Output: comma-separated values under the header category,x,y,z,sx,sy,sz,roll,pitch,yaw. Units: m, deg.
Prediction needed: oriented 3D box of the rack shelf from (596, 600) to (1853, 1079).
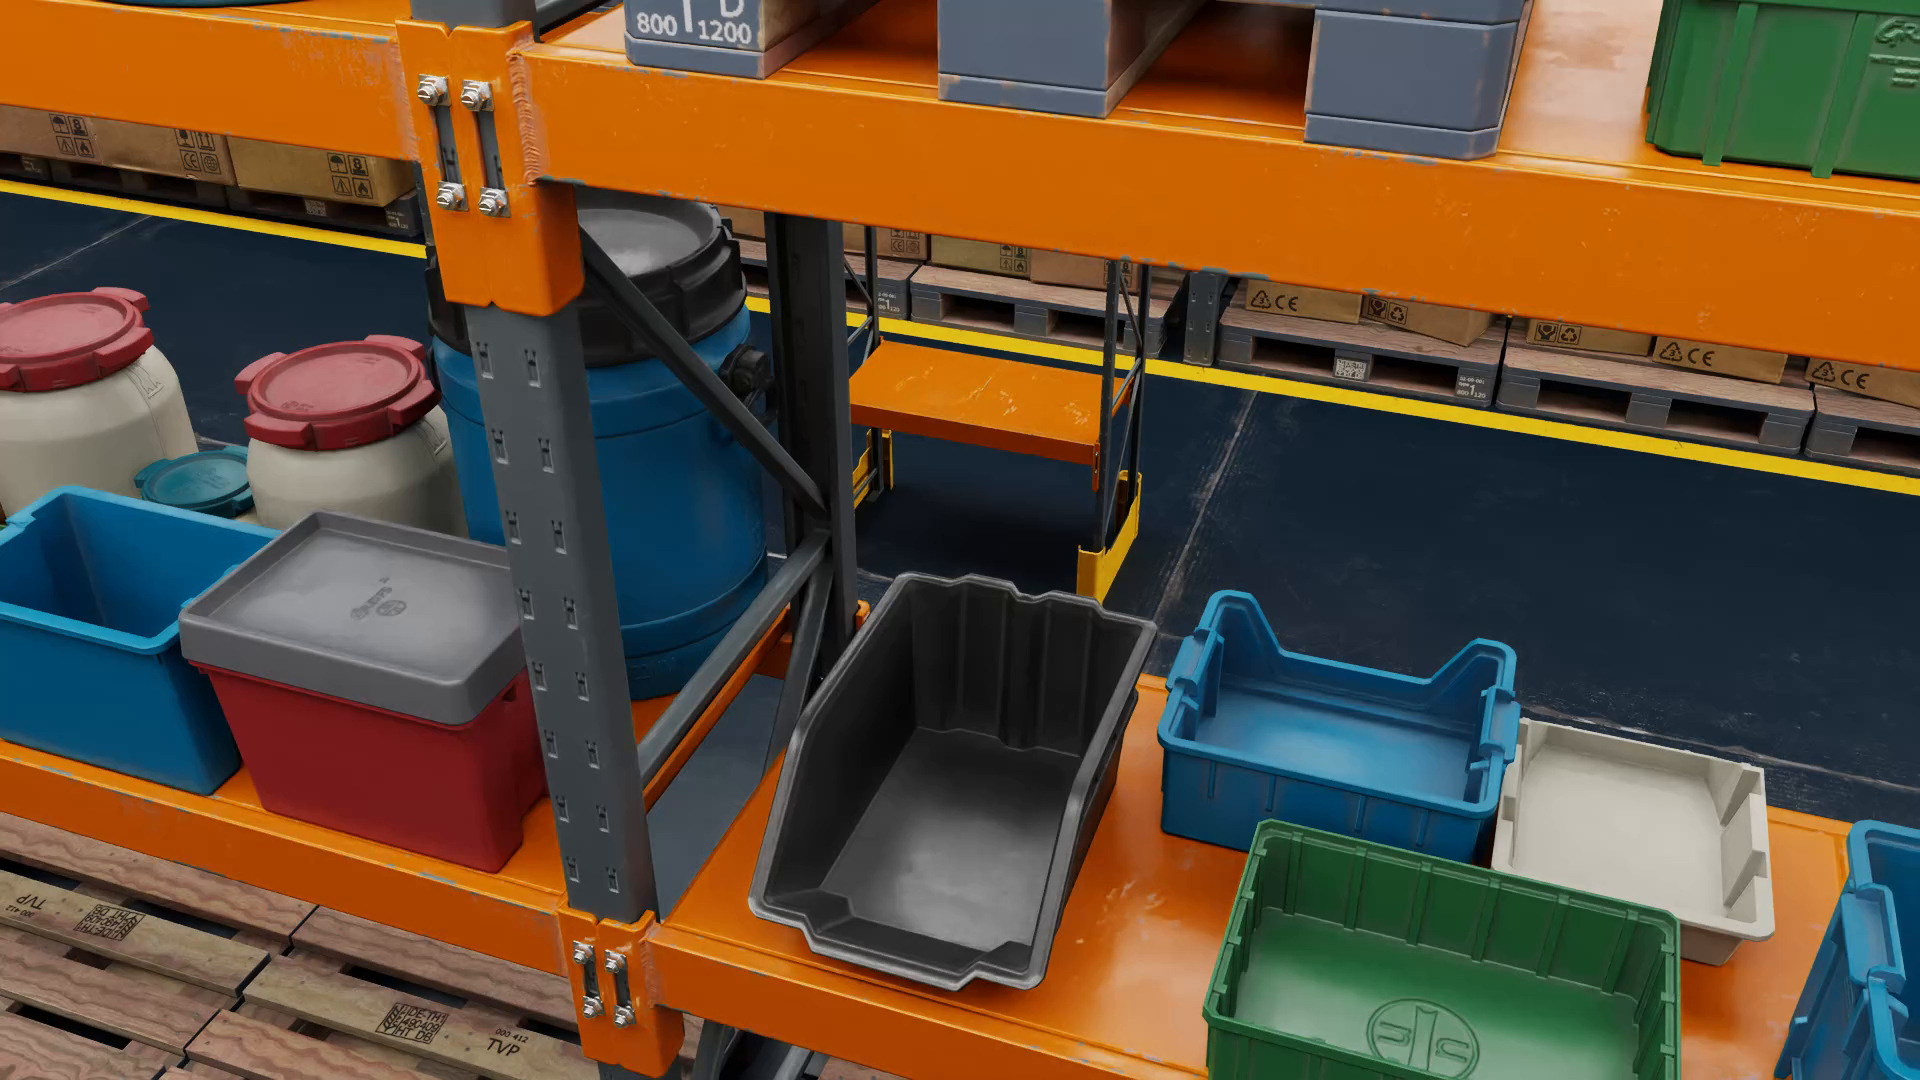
category,x,y,z,sx,sy,sz,roll,pitch,yaw
rack shelf,1.440,0.904,2.748,4.000,0.370,1.077,11,34,16

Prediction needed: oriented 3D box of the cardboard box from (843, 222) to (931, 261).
category,x,y,z,sx,sy,sz,roll,pitch,yaw
cardboard box,-0.312,-1.751,8.095,0.500,0.500,0.700,8,34,12

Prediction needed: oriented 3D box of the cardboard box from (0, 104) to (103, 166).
category,x,y,z,sx,sy,sz,roll,pitch,yaw
cardboard box,-4.852,-2.771,9.348,0.875,0.875,1.225,10,34,15

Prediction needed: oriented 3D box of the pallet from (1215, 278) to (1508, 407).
category,x,y,z,sx,sy,sz,roll,pitch,yaw
pallet,1.872,-1.017,7.631,1.213,0.211,1.003,11,34,16

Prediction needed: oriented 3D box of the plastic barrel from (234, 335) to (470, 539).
category,x,y,z,sx,sy,sz,roll,pitch,yaw
plastic barrel,-1.270,-0.109,3.527,0.433,0.535,0.433,0,33,0

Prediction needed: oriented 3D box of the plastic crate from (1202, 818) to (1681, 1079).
category,x,y,z,sx,sy,sz,roll,pitch,yaw
plastic crate,0.740,0.717,2.569,0.662,0.188,0.450,11,34,16

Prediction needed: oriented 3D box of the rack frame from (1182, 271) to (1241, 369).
category,x,y,z,sx,sy,sz,roll,pitch,yaw
rack frame,1.228,-2.293,7.037,0.127,3.000,1.000,11,34,16

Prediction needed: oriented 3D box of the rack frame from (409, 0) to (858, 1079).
category,x,y,z,sx,sy,sz,roll,pitch,yaw
rack frame,-0.443,0.236,3.120,0.127,3.000,1.000,11,34,16

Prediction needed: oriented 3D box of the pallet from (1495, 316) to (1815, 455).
category,x,y,z,sx,sy,sz,roll,pitch,yaw
pallet,3.024,-0.795,7.286,1.213,0.211,1.003,11,34,16

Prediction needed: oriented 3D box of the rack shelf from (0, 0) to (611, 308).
category,x,y,z,sx,sy,sz,roll,pitch,yaw
rack shelf,-2.326,-1.088,3.068,4.000,0.370,1.077,11,34,16

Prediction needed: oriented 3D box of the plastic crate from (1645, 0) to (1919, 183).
category,x,y,z,sx,sy,sz,roll,pitch,yaw
plastic crate,0.950,-0.508,1.701,0.450,0.188,0.336,11,34,16

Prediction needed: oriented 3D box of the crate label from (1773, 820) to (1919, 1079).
category,x,y,z,sx,sy,sz,roll,pitch,yaw
crate label,1.499,0.754,2.284,0.616,0.435,0.502,11,34,16

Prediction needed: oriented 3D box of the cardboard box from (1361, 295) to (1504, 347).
category,x,y,z,sx,sy,sz,roll,pitch,yaw
cardboard box,2.133,-1.225,7.300,0.500,0.500,0.500,23,39,31

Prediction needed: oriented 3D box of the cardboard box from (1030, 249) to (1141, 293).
category,x,y,z,sx,sy,sz,roll,pitch,yaw
cardboard box,0.657,-1.552,7.787,0.500,0.500,0.700,8,34,13

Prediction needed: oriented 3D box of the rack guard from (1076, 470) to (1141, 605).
category,x,y,z,sx,sy,sz,roll,pitch,yaw
rack guard,0.541,0.000,6.019,0.087,0.250,0.587,11,34,16

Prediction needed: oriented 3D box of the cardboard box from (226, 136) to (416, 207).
category,x,y,z,sx,sy,sz,roll,pitch,yaw
cardboard box,-3.180,-2.446,8.845,0.875,0.875,1.225,9,34,14

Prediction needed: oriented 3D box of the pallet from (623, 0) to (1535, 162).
category,x,y,z,sx,sy,sz,roll,pitch,yaw
pallet,0.269,-0.863,2.230,1.003,0.211,1.213,11,34,16

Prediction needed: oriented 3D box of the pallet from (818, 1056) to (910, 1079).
category,x,y,z,sx,sy,sz,roll,pitch,yaw
pallet,0.175,1.551,3.653,1.213,0.211,1.003,11,34,16

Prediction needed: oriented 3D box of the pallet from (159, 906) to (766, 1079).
category,x,y,z,sx,sy,sz,roll,pitch,yaw
pallet,-1.195,1.283,4.068,1.213,0.211,1.003,11,34,16

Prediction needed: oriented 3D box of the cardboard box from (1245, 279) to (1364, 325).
category,x,y,z,sx,sy,sz,roll,pitch,yaw
cardboard box,1.591,-1.326,7.456,0.500,0.500,0.500,10,34,15

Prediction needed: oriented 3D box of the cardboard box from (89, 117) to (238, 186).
category,x,y,z,sx,sy,sz,roll,pitch,yaw
cardboard box,-4.017,-2.613,9.104,0.875,0.875,1.225,11,34,17

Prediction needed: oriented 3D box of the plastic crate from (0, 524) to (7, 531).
category,x,y,z,sx,sy,sz,roll,pitch,yaw
plastic crate,-2.178,0.150,3.448,0.662,0.188,0.450,11,34,16

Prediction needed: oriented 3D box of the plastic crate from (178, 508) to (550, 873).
category,x,y,z,sx,sy,sz,roll,pitch,yaw
plastic crate,-1.002,0.276,2.998,0.583,0.464,0.402,11,34,16

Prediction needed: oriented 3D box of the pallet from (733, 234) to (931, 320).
category,x,y,z,sx,sy,sz,roll,pitch,yaw
pallet,-0.658,-1.486,8.357,1.213,0.211,1.003,11,34,16

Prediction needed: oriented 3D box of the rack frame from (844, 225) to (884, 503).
category,x,y,z,sx,sy,sz,roll,pitch,yaw
rack frame,-0.398,-0.707,5.963,0.032,1.500,0.500,11,34,16

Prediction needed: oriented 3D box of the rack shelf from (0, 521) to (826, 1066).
category,x,y,z,sx,sy,sz,roll,pitch,yaw
rack shelf,-2.326,0.172,3.882,4.000,0.370,1.077,11,34,16

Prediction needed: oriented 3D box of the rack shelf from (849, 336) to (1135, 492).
category,x,y,z,sx,sy,sz,roll,pitch,yaw
rack shelf,0.080,-0.463,5.917,1.000,0.185,0.538,11,34,16

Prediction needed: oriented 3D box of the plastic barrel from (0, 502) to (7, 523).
category,x,y,z,sx,sy,sz,roll,pitch,yaw
plastic barrel,-2.368,-0.322,3.858,0.433,0.535,0.433,0,33,0

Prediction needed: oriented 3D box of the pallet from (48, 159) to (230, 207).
category,x,y,z,sx,sy,sz,roll,pitch,yaw
pallet,-4.399,-2.261,9.557,1.213,0.211,1.003,11,34,16

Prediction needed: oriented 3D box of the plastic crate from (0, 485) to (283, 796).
category,x,y,z,sx,sy,sz,roll,pitch,yaw
plastic crate,-1.586,0.199,3.191,0.575,0.384,0.392,11,34,16

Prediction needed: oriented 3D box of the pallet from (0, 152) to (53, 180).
category,x,y,z,sx,sy,sz,roll,pitch,yaw
pallet,-5.551,-2.483,9.901,1.213,0.211,1.003,11,34,16

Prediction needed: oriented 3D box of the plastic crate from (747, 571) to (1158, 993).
category,x,y,z,sx,sy,sz,roll,pitch,yaw
plastic crate,0.007,0.422,2.888,0.504,0.338,0.767,11,34,16

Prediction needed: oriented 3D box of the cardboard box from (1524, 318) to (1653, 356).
category,x,y,z,sx,sy,sz,roll,pitch,yaw
cardboard box,2.744,-1.152,7.186,0.500,0.500,0.500,8,34,12

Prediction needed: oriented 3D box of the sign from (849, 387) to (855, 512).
category,x,y,z,sx,sy,sz,roll,pitch,yaw
sign,-0.247,-0.160,3.477,0.005,0.325,0.100,11,34,16

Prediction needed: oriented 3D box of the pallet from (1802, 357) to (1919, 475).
category,x,y,z,sx,sy,sz,roll,pitch,yaw
pallet,4.169,-0.571,6.939,1.213,0.211,1.003,11,34,16

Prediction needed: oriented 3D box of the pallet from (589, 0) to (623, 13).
category,x,y,z,sx,sy,sz,roll,pitch,yaw
pallet,-1.831,-2.869,8.105,1.003,0.211,1.213,11,34,16

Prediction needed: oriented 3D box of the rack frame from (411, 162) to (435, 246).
category,x,y,z,sx,sy,sz,roll,pitch,yaw
rack frame,-2.538,-3.025,8.171,0.127,3.000,1.000,11,34,16

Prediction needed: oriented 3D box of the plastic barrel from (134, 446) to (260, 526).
category,x,y,z,sx,sy,sz,roll,pitch,yaw
plastic barrel,-1.637,-0.027,3.654,0.301,0.262,0.301,0,33,0

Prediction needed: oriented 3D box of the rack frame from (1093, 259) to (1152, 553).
category,x,y,z,sx,sy,sz,roll,pitch,yaw
rack frame,0.559,-0.521,5.675,0.032,1.500,0.500,11,34,16

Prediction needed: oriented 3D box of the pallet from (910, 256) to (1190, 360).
category,x,y,z,sx,sy,sz,roll,pitch,yaw
pallet,0.494,-1.264,8.013,1.213,0.211,1.003,11,34,16

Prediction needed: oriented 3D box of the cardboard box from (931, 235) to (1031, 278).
category,x,y,z,sx,sy,sz,roll,pitch,yaw
cardboard box,0.214,-1.648,7.937,0.500,0.500,0.700,11,34,16

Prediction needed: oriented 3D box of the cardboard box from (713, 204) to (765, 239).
category,x,y,z,sx,sy,sz,roll,pitch,yaw
cardboard box,-0.838,-1.853,8.253,0.500,0.500,0.700,14,35,20

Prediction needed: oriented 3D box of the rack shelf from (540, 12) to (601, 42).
category,x,y,z,sx,sy,sz,roll,pitch,yaw
rack shelf,-0.655,-2.357,7.799,4.000,0.370,1.077,11,34,16

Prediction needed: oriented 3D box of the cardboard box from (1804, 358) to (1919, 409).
category,x,y,z,sx,sy,sz,roll,pitch,yaw
cardboard box,3.837,-0.903,6.800,0.500,0.500,0.500,21,38,29

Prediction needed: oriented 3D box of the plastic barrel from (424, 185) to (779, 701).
category,x,y,z,sx,sy,sz,roll,pitch,yaw
plastic barrel,-0.705,-0.200,3.333,0.708,0.901,0.600,11,34,16

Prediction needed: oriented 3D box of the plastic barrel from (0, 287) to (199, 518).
category,x,y,z,sx,sy,sz,roll,pitch,yaw
plastic barrel,-1.960,-0.243,3.735,0.433,0.535,0.433,0,33,0

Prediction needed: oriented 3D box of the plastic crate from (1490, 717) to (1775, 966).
category,x,y,z,sx,sy,sz,roll,pitch,yaw
plastic crate,1.171,0.514,2.931,0.437,0.136,0.530,11,34,16

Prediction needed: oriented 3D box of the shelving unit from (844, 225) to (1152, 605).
category,x,y,z,sx,sy,sz,roll,pitch,yaw
shelving unit,0.072,-0.616,5.822,1.083,1.500,0.587,11,34,16

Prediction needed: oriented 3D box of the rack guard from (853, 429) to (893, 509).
category,x,y,z,sx,sy,sz,roll,pitch,yaw
rack guard,-0.397,-0.182,6.302,0.087,0.250,0.587,11,34,16

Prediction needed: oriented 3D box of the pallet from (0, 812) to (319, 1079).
category,x,y,z,sx,sy,sz,roll,pitch,yaw
pallet,-2.348,1.061,4.412,1.213,0.211,1.003,11,34,16

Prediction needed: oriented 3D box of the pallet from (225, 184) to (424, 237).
category,x,y,z,sx,sy,sz,roll,pitch,yaw
pallet,-3.254,-2.037,9.210,1.213,0.211,1.003,11,34,16

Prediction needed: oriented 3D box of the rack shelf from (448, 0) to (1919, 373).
category,x,y,z,sx,sy,sz,roll,pitch,yaw
rack shelf,1.440,-0.356,1.934,4.000,0.370,1.077,11,34,16

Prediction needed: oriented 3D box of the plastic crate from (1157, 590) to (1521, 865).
category,x,y,z,sx,sy,sz,roll,pitch,yaw
plastic crate,0.690,0.362,3.061,0.616,0.251,0.499,11,34,16

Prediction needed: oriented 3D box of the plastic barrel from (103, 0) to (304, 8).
category,x,y,z,sx,sy,sz,roll,pitch,yaw
plastic barrel,-0.995,-1.217,2.143,0.708,0.901,0.600,11,34,16

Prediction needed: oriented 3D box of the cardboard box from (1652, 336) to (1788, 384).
category,x,y,z,sx,sy,sz,roll,pitch,yaw
cardboard box,3.254,-1.027,6.992,0.500,0.500,0.500,14,35,21
